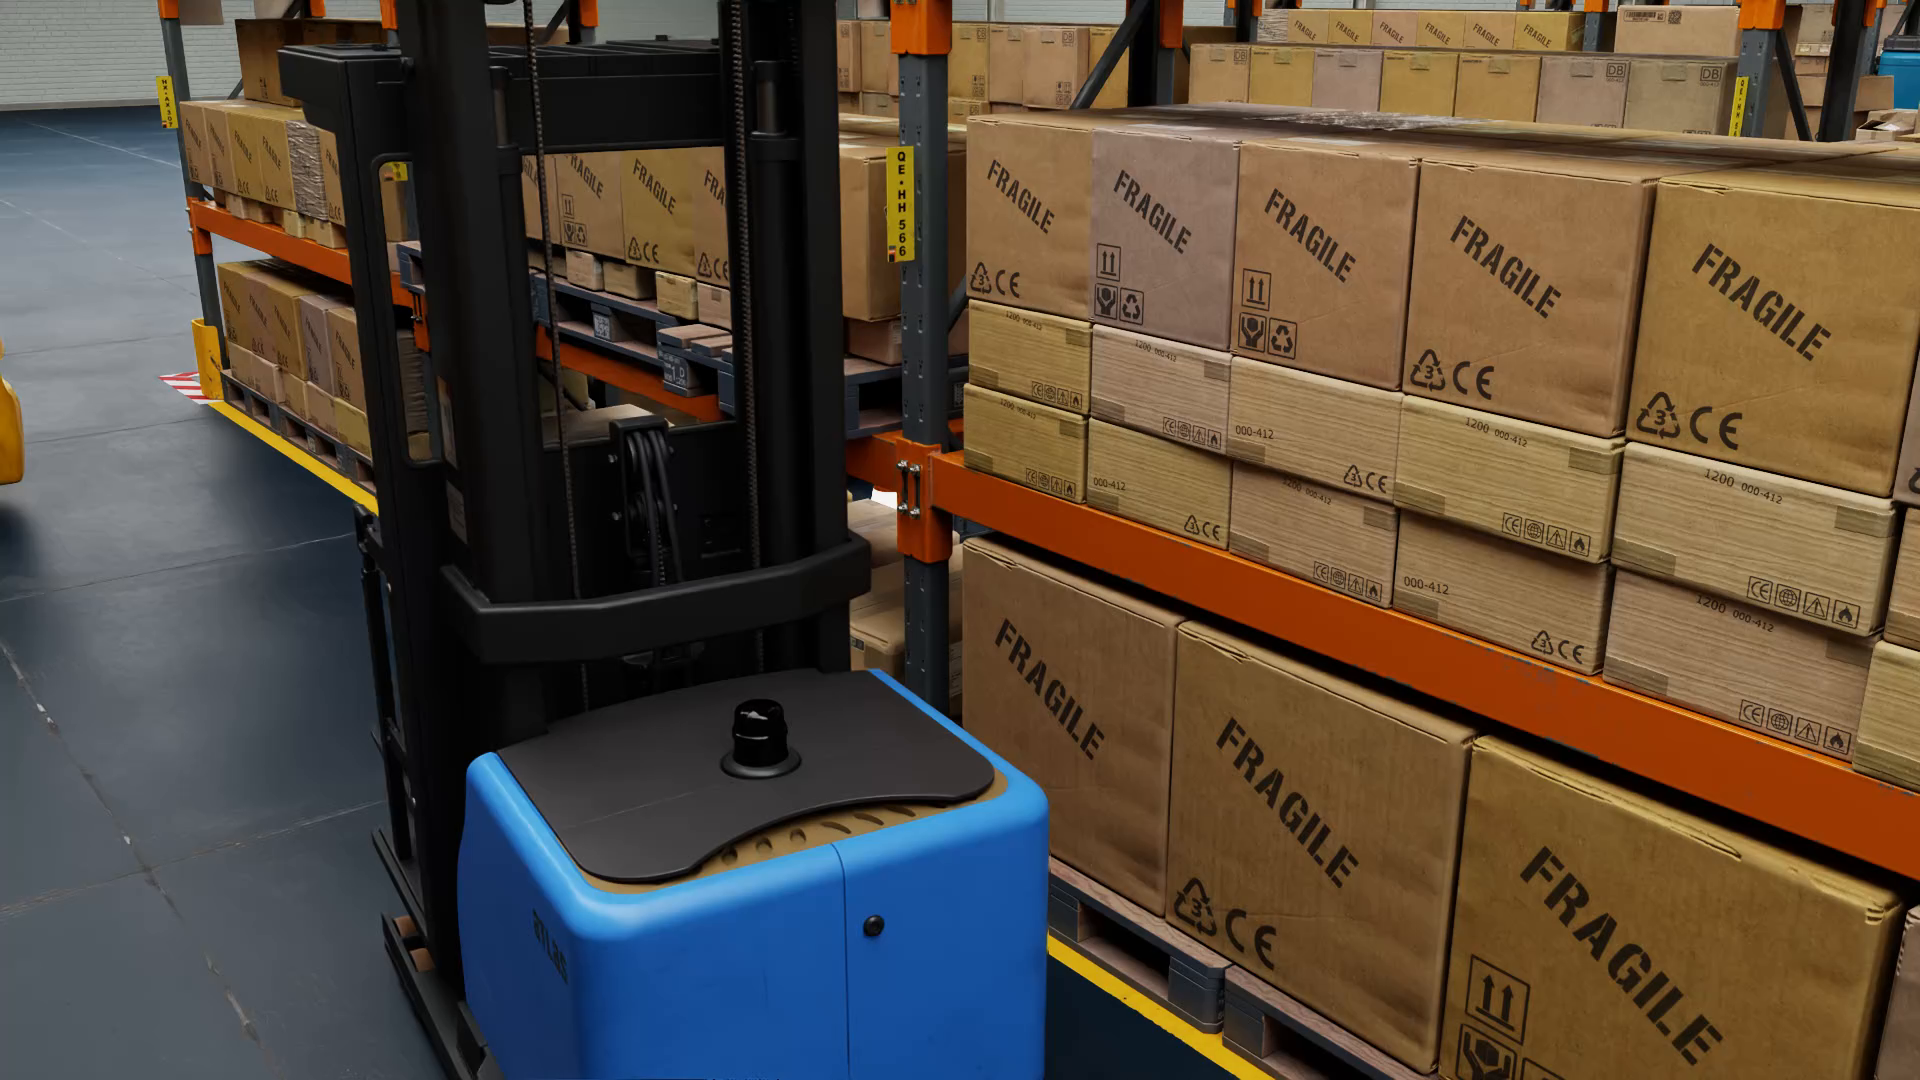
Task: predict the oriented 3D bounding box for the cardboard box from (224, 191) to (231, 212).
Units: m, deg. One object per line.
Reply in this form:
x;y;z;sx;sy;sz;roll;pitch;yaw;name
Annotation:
-4.398;-2.151;10.485;0.380;0.149;0.250;-15;23;-38;cardboard box

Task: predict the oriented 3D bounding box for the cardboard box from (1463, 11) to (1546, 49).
4.730;-4.327;14.434;0.500;0.500;0.500;-14;23;-36;cardboard box

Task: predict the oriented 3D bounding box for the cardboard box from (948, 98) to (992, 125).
0.337;-3.098;12.708;0.875;0.550;0.500;-14;23;-36;cardboard box

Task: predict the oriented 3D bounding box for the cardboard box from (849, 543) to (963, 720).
-0.092;0.344;6.065;0.950;0.372;0.625;-16;24;-40;cardboard box

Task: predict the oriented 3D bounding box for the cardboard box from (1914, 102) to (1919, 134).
7.228;-2.988;11.786;0.700;0.500;0.500;-10;21;-28;cardboard box

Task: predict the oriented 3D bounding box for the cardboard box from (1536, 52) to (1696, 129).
3.483;-2.313;8.827;0.700;0.500;0.500;-14;23;-37;cardboard box

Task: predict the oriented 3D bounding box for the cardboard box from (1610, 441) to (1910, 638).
1.628;-0.053;3.194;0.500;0.250;0.500;-13;23;-35;cardboard box

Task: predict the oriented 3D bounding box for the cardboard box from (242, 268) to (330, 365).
-4.088;-1.398;10.326;0.500;0.500;0.500;-15;24;-38;cardboard box

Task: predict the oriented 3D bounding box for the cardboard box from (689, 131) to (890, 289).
-0.578;-1.134;5.716;0.500;0.500;0.500;-14;23;-37;cardboard box

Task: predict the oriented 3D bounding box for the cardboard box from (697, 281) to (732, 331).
-0.701;-0.847;5.881;0.380;0.149;0.250;-15;24;-39;cardboard box

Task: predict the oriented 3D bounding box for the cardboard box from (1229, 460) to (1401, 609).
1.012;-0.069;4.037;0.500;0.250;0.500;-13;22;-34;cardboard box

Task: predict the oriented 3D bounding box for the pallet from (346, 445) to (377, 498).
-2.677;-0.384;9.186;1.003;0.211;1.213;-14;23;-36;pallet

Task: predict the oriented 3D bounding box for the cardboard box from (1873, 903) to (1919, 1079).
2.287;1.094;2.997;0.875;0.875;0.875;-13;22;-34;cardboard box

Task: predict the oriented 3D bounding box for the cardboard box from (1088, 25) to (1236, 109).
1.383;-3.221;11.363;0.875;0.550;0.550;-14;23;-36;cardboard box

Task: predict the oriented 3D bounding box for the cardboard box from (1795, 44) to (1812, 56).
11.215;-6.492;22.004;0.380;0.149;0.250;-14;23;-36;cardboard box

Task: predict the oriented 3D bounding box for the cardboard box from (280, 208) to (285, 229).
-3.738;-1.898;9.721;0.380;0.149;0.250;-15;23;-38;cardboard box

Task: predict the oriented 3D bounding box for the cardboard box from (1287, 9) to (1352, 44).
3.485;-4.819;15.920;0.500;0.500;0.500;-14;23;-36;cardboard box

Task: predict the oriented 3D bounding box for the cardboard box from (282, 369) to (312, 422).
-3.772;-0.917;10.065;0.500;0.250;0.500;-12;22;-32;cardboard box

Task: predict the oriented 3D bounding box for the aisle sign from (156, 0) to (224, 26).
-4.997;-3.723;10.700;0.394;0.787;0.004;-14;23;-36;aisle sign

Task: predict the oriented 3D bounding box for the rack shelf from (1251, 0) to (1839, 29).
2.827;-3.130;9.415;1.077;0.370;4.000;-14;23;-36;rack shelf

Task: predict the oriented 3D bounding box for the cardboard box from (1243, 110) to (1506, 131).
1.102;-0.884;4.511;0.500;0.500;0.500;-13;23;-35;cardboard box

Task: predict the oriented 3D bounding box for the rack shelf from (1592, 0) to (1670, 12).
6.778;-4.073;12.263;1.077;0.370;4.000;-14;23;-36;rack shelf

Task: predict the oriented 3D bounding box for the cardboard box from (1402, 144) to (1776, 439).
1.301;-0.540;3.473;0.500;0.500;0.500;-14;23;-35;cardboard box

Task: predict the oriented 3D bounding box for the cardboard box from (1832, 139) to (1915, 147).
4.207;-1.764;7.703;0.380;0.149;0.250;-14;23;-36;cardboard box

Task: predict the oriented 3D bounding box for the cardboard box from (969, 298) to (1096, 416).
0.372;-0.556;4.714;0.500;0.250;0.500;-14;23;-36;cardboard box

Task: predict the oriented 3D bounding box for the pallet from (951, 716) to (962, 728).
-0.233;0.568;6.313;1.003;0.211;1.213;-14;23;-36;pallet

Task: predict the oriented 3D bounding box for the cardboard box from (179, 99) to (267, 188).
-4.639;-2.552;10.667;0.500;0.500;0.500;-14;23;-37;cardboard box

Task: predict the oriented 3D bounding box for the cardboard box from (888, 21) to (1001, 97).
-0.043;-3.728;12.894;0.875;0.550;0.550;-14;23;-36;cardboard box

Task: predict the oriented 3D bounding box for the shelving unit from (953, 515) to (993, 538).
0.005;-0.425;8.215;0.258;0.900;0.210;-14;23;-36;shelving unit

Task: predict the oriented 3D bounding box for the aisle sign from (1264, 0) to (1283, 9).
3.249;-5.777;16.901;0.394;0.787;0.004;-14;23;-36;aisle sign

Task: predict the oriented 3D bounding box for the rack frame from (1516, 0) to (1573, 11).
6.935;-5.435;20.006;1.000;3.000;0.127;-14;23;-36;rack frame

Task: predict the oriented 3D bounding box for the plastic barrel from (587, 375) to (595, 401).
-2.247;-1.098;11.005;0.512;0.421;0.421;1;18;2;plastic barrel

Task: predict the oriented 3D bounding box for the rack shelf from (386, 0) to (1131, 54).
-0.990;-2.139;6.422;1.077;0.370;4.000;-14;23;-36;rack shelf

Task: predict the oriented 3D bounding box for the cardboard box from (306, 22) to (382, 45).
-3.321;-2.733;9.621;0.700;0.500;0.500;-14;23;-36;cardboard box

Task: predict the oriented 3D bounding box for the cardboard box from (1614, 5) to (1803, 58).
5.920;-3.744;13.276;1.000;1.000;1.000;-14;23;-36;cardboard box

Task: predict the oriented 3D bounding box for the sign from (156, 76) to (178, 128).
-5.141;-2.840;10.789;0.100;0.325;0.005;-14;23;-36;sign

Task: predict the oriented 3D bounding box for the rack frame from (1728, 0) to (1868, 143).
4.069;-1.554;8.285;1.000;3.000;0.127;-14;23;-36;rack frame

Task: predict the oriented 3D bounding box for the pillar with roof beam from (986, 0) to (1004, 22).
-2.462;-15.287;40.213;9.100;9.000;0.400;-14;23;-36;pillar with roof beam

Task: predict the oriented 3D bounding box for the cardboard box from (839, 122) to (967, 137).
-0.176;-1.234;6.018;0.500;0.500;0.500;-13;22;-33;cardboard box

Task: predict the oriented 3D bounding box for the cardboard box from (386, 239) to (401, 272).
-2.671;-1.449;8.367;0.380;0.149;0.250;-14;23;-37;cardboard box

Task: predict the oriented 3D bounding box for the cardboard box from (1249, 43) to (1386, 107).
2.219;-2.815;10.341;0.700;0.500;0.500;-14;23;-37;cardboard box

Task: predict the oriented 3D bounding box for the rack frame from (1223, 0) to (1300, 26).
3.053;-4.469;17.086;1.000;3.000;0.127;-14;23;-36;rack frame

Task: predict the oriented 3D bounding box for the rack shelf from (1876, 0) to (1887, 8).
10.661;-5.039;15.182;1.077;0.370;4.000;-14;23;-36;rack shelf

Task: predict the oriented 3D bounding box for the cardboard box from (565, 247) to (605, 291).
-1.349;-1.105;6.658;0.380;0.149;0.250;-13;22;-34;cardboard box

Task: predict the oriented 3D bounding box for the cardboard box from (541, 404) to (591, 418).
-2.387;-0.641;9.233;0.500;0.250;0.500;-15;24;-39;cardboard box

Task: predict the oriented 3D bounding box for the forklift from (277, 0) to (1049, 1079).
-0.973;-0.184;4.256;1.130;2.935;3.031;-10;21;-28;forklift

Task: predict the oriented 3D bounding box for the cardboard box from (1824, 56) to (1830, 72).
11.734;-6.079;21.791;0.700;0.500;0.500;-14;23;-36;cardboard box

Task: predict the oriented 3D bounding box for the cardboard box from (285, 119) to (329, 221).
-3.354;-2.051;9.153;0.500;0.500;0.500;-13;22;-35;cardboard box

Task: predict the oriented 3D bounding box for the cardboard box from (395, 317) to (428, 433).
-2.810;-0.892;8.799;0.500;0.500;0.500;-14;23;-37;cardboard box

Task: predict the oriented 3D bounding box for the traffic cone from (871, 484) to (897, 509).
-0.365;-0.312;8.570;0.336;0.463;0.334;-14;23;-36;traffic cone
